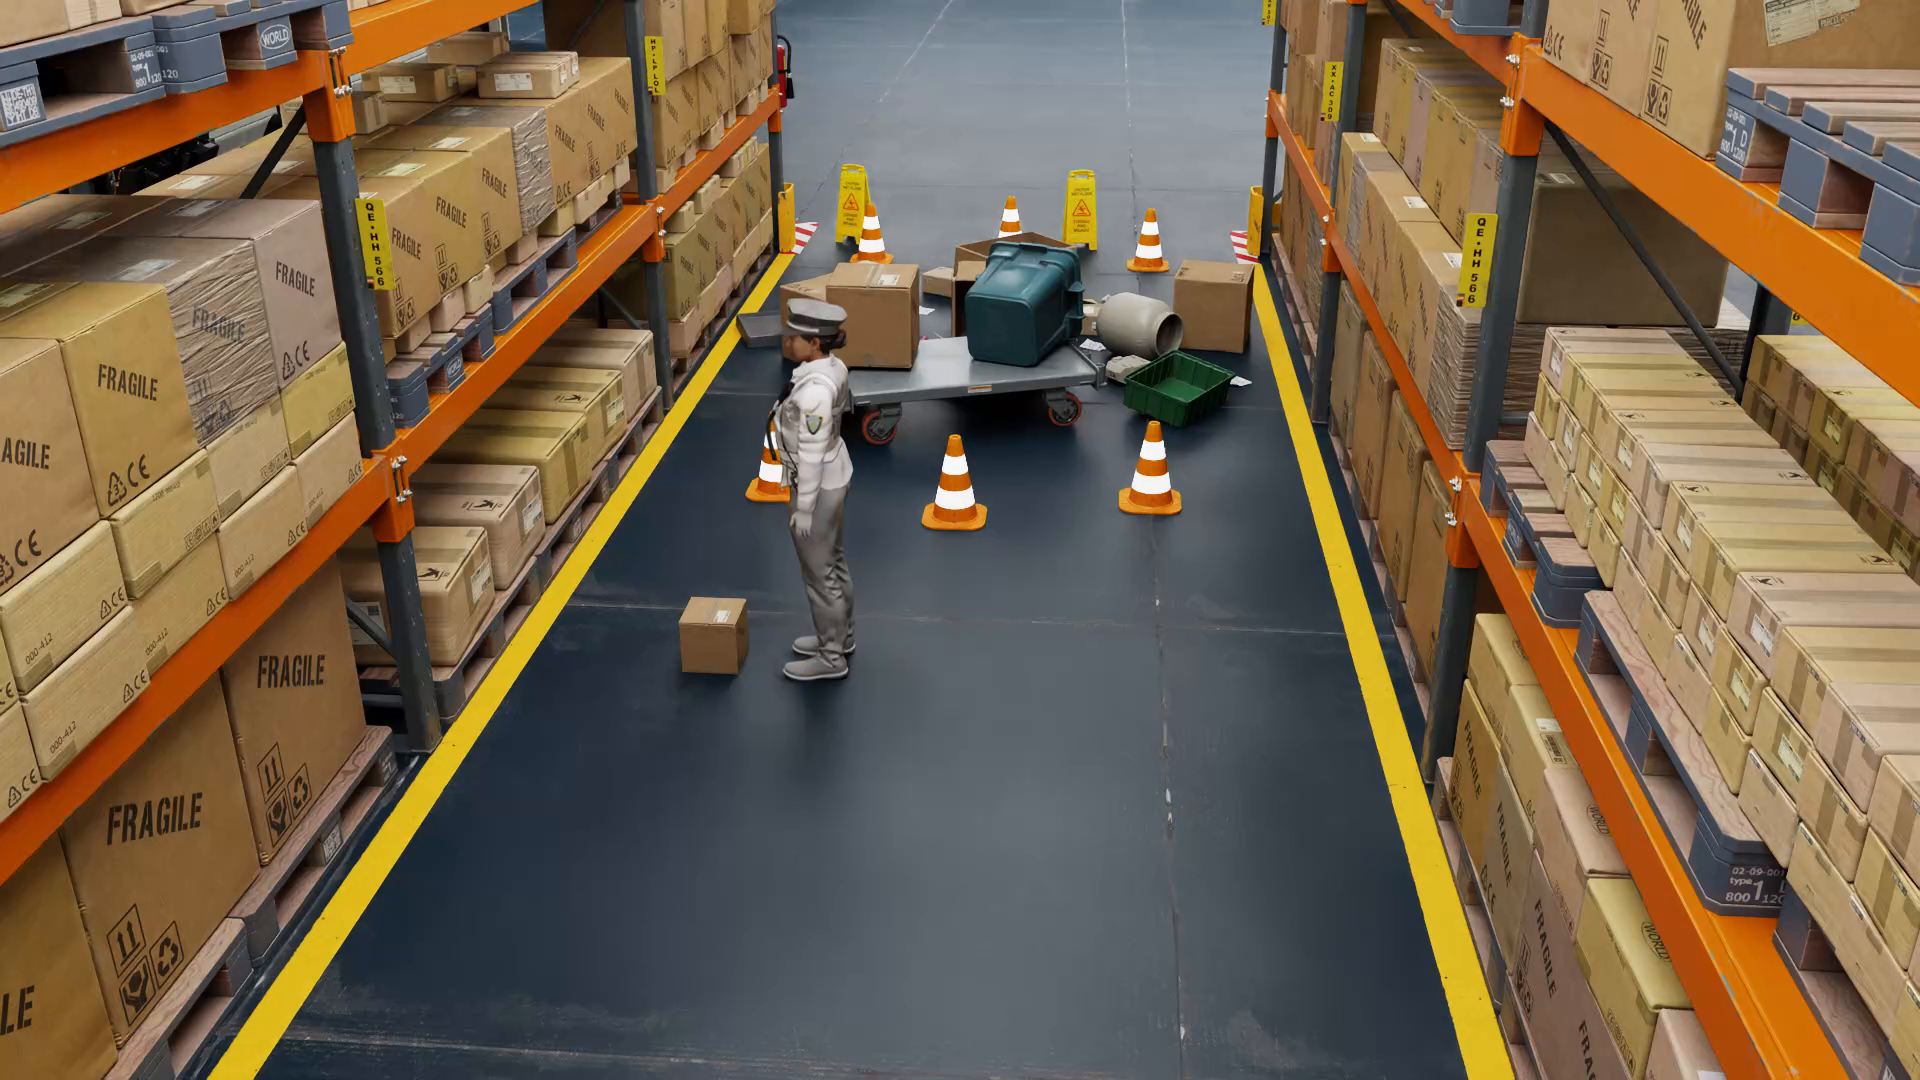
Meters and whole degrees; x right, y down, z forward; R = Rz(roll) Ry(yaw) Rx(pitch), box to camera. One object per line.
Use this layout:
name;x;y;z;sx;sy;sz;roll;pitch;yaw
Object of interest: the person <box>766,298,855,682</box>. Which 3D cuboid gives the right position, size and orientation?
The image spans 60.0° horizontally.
person;-0.618;-0.207;7.040;0.327;1.680;0.450;2;25;5
